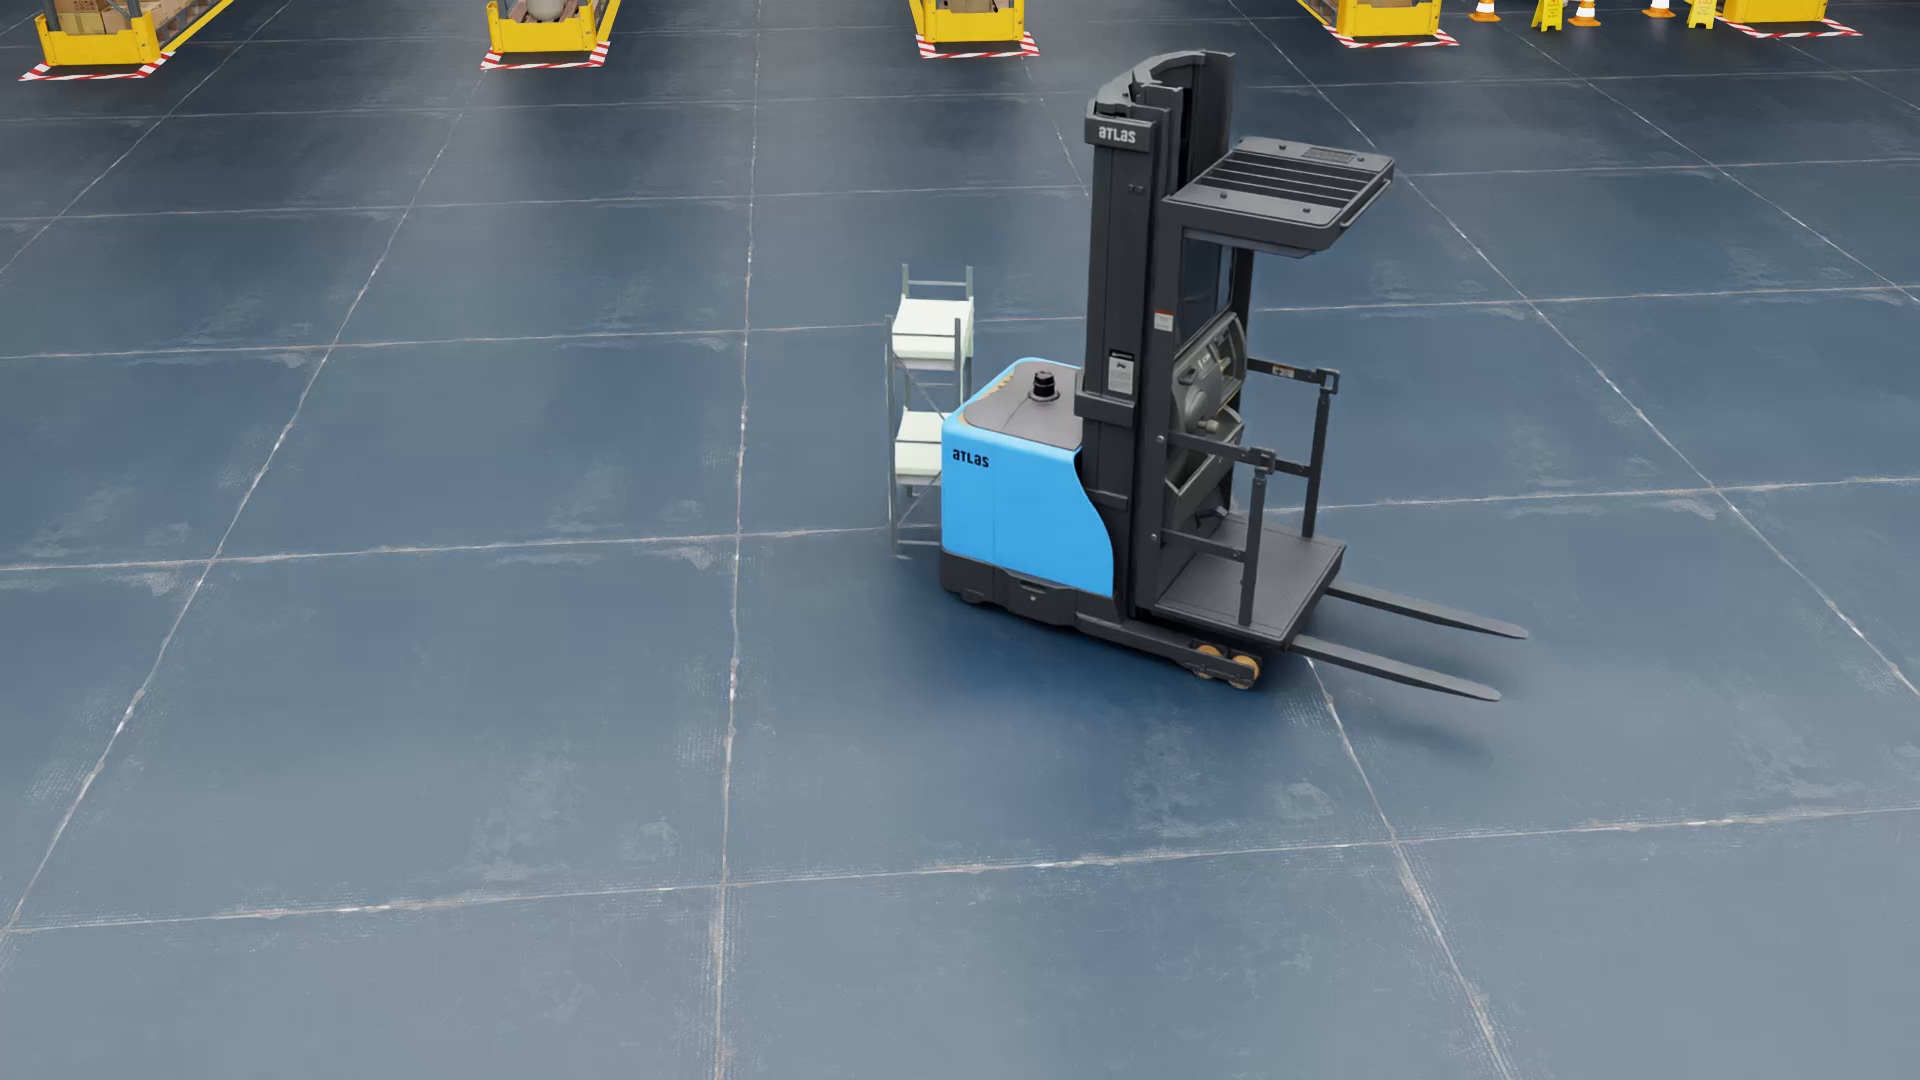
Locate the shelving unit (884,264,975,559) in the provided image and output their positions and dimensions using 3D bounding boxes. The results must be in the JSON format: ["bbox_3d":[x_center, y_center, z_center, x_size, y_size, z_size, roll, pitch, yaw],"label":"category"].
[{"bbox_3d":[-0.162,-0.723,9.498,0.431,1.500,0.755,3,31,4],"label":"shelving unit"}]

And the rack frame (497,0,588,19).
[{"bbox_3d":[-4.766,-6.972,18.497,1.000,3.000,0.127,-3,31,-5],"label":"rack frame"}]

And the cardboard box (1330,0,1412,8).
[{"bbox_3d":[4.984,-7.006,20.217,0.875,0.875,0.875,-3,31,-4],"label":"cardboard box"}]

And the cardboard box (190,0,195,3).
[{"bbox_3d":[-9.665,-6.786,20.459,0.500,0.250,0.500,-3,31,-5],"label":"cardboard box"}]

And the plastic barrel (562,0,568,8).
[{"bbox_3d":[-4.951,-6.672,20.012,0.421,0.512,0.421,0,31,0],"label":"plastic barrel"}]

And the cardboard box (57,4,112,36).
[{"bbox_3d":[-10.043,-5.996,19.135,0.500,0.250,0.500,-3,31,-5],"label":"cardboard box"}]

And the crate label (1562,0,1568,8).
[{"bbox_3d":[7.499,-6.784,20.974,0.250,0.136,0.298,-20,36,-30],"label":"crate label"}]

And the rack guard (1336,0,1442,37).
[{"bbox_3d":[5.115,-6.310,19.826,1.175,0.500,0.348,-3,31,-5],"label":"rack guard"}]

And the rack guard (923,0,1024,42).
[{"bbox_3d":[0.158,-6.175,19.600,1.175,0.500,0.348,-3,31,-5],"label":"rack guard"}]

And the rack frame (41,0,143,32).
[{"bbox_3d":[-9.698,-6.736,18.103,1.000,3.000,0.127,-3,31,-5],"label":"rack frame"}]

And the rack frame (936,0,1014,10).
[{"bbox_3d":[0.165,-7.209,18.894,1.000,3.000,0.127,-3,31,-5],"label":"rack frame"}]

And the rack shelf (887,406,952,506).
[{"bbox_3d":[-0.162,-0.443,9.665,0.431,0.370,0.720,3,31,4],"label":"rack shelf"}]

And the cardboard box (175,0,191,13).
[{"bbox_3d":[-9.624,-6.531,20.031,0.500,0.250,0.500,-3,31,-5],"label":"cardboard box"}]

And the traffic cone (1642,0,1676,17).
[{"bbox_3d":[8.707,-6.752,20.604,0.336,0.463,0.334,-3,31,-5],"label":"traffic cone"}]

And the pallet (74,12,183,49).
[{"bbox_3d":[-9.812,-5.928,19.468,1.003,0.211,1.213,-3,31,-5],"label":"pallet"}]

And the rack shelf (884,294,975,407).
[{"bbox_3d":[-0.162,-1.058,9.298,0.431,0.370,0.720,3,31,4],"label":"rack shelf"}]

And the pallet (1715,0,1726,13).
[{"bbox_3d":[9.984,-6.942,21.166,1.003,0.211,1.213,-3,31,-5],"label":"pallet"}]

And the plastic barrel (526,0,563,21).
[{"bbox_3d":[-4.904,-6.416,19.583,0.421,0.512,0.421,0,31,0],"label":"plastic barrel"}]

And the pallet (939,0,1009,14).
[{"bbox_3d":[0.117,-6.467,20.371,1.003,0.211,1.213,-3,31,-5],"label":"pallet"}]

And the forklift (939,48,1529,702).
[{"bbox_3d":[1.429,-0.812,8.251,3.031,2.935,1.130,16,34,24],"label":"forklift"}]

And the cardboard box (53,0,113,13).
[{"bbox_3d":[-10.045,-6.318,18.942,0.500,0.500,0.500,-3,31,-5],"label":"cardboard box"}]

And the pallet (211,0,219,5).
[{"bbox_3d":[-10.040,-7.173,21.554,1.003,0.211,1.213,-3,31,-5],"label":"pallet"}]

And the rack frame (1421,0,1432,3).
[{"bbox_3d":[5.113,-7.395,19.205,1.000,3.000,0.127,-3,31,-5],"label":"rack frame"}]

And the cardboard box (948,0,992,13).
[{"bbox_3d":[0.123,-6.636,19.962,0.500,0.500,0.500,3,31,5],"label":"cardboard box"}]

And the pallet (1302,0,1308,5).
[{"bbox_3d":[4.849,-7.224,21.638,1.003,0.211,1.213,-3,31,-5],"label":"pallet"}]

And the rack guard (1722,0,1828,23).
[{"bbox_3d":[10.025,-6.649,20.395,1.175,0.500,0.348,-3,31,-5],"label":"rack guard"}]

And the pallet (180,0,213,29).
[{"bbox_3d":[-9.922,-6.549,20.508,1.003,0.211,1.213,-3,31,-5],"label":"pallet"}]

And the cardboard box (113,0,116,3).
[{"bbox_3d":[-10.101,-6.250,19.561,0.500,0.250,0.500,-3,31,-5],"label":"cardboard box"}]

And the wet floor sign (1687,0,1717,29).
[{"bbox_3d":[8.984,-6.525,20.044,0.267,0.644,0.232,8,32,13],"label":"wet floor sign"}]

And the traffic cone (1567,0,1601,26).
[{"bbox_3d":[7.634,-6.526,20.224,0.336,0.463,0.334,-3,31,-5],"label":"traffic cone"}]

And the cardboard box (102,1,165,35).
[{"bbox_3d":[-9.527,-6.021,19.176,0.500,0.250,0.500,-3,31,-5],"label":"cardboard box"}]

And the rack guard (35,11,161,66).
[{"bbox_3d":[-9.696,-5.651,18.723,1.175,0.500,0.348,-3,31,-5],"label":"rack guard"}]

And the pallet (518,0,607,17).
[{"bbox_3d":[-5.002,-6.848,21.008,1.003,0.211,1.213,-3,31,-5],"label":"pallet"}]

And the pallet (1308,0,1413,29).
[{"bbox_3d":[4.960,-6.602,20.598,1.003,0.211,1.213,-3,31,-5],"label":"pallet"}]

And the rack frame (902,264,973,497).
[{"bbox_3d":[-0.129,-0.910,9.811,0.400,1.500,0.023,3,31,4],"label":"rack frame"}]

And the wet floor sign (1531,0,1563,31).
[{"bbox_3d":[7.087,-6.464,19.943,0.267,0.644,0.232,-8,32,-13],"label":"wet floor sign"}]

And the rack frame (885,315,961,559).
[{"bbox_3d":[-0.195,-0.536,9.185,0.400,1.500,0.023,3,31,4],"label":"rack frame"}]

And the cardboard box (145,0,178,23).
[{"bbox_3d":[-9.577,-6.276,19.603,0.500,0.250,0.500,-3,31,-5],"label":"cardboard box"}]

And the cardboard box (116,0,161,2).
[{"bbox_3d":[-9.576,-6.598,19.411,0.500,0.500,0.500,-3,31,-5],"label":"cardboard box"}]

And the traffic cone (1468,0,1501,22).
[{"bbox_3d":[6.477,-6.645,20.424,0.336,0.463,0.334,-3,31,-5],"label":"traffic cone"}]

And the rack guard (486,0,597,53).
[{"bbox_3d":[-4.820,-5.935,19.199,1.175,0.500,0.348,-3,31,-5],"label":"rack guard"}]

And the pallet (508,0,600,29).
[{"bbox_3d":[-4.891,-6.226,19.968,1.003,0.211,1.213,-3,31,-5],"label":"pallet"}]

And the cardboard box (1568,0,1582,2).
[{"bbox_3d":[7.898,-7.032,21.378,0.380,0.149,0.250,13,33,21],"label":"cardboard box"}]
